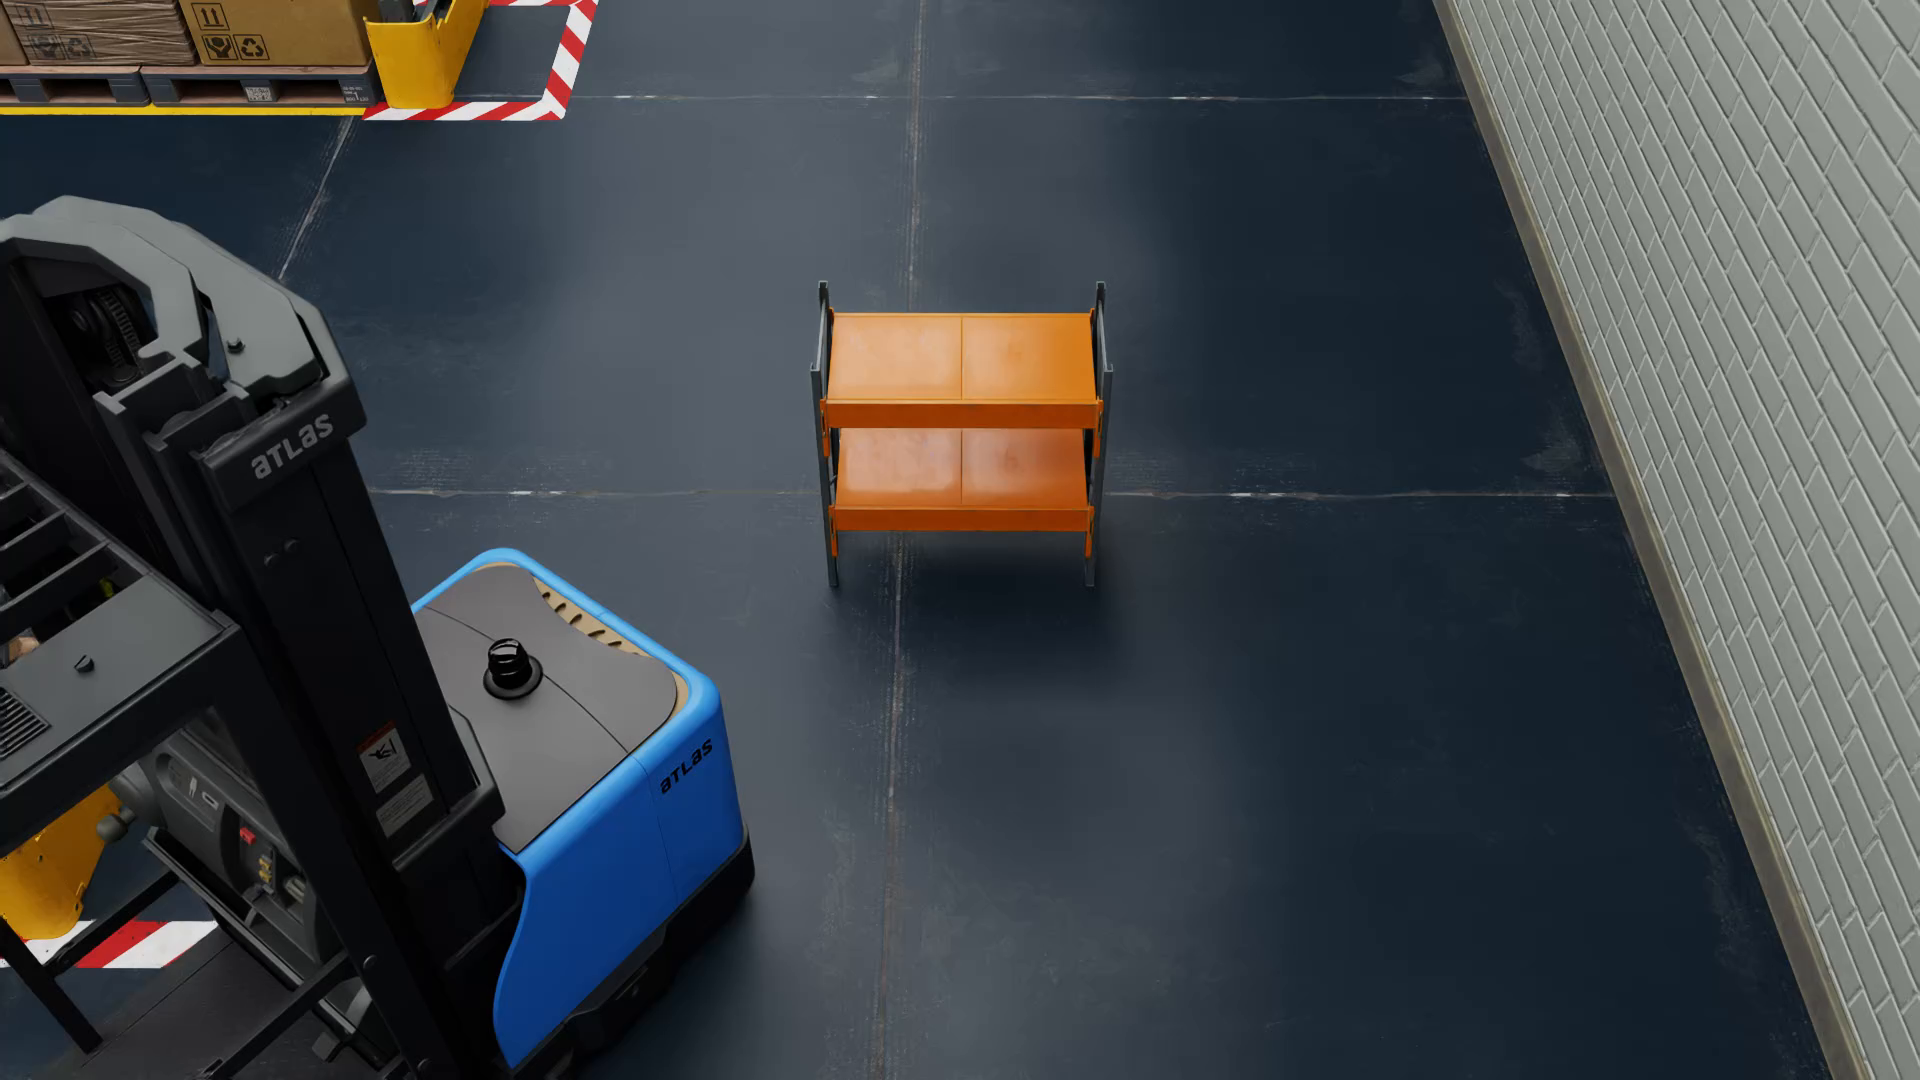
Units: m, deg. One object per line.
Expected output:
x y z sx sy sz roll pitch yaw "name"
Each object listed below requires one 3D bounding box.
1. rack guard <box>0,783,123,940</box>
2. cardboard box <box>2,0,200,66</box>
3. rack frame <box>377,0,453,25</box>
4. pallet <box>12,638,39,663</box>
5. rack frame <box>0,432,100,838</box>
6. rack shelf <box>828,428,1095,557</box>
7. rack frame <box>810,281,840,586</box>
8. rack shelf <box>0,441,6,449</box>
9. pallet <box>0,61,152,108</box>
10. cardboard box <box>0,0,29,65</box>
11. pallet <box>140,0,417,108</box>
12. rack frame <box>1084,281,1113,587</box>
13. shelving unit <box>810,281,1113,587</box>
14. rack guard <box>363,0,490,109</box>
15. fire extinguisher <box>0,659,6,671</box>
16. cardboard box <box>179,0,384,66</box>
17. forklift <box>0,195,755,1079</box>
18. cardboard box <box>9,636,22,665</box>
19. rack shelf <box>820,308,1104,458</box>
-3.122 0.725 5.733 0.348 0.500 1.175 0 47 0 "rack guard"
-4.477 -3.121 8.771 0.875 0.875 0.875 0 47 0 "cardboard box"
-2.927 -3.756 8.197 0.127 3.000 1.000 0 47 0 "rack frame"
-3.935 0.796 5.865 1.213 0.211 1.003 0 47 0 "pallet"
-3.046 -0.126 4.818 0.127 3.000 1.000 0 47 0 "rack frame"
0.007 -0.217 6.517 1.000 0.278 0.538 0 47 0 "rack shelf"
-0.502 -0.385 6.340 0.032 1.125 0.500 0 47 0 "rack frame"
-5.046 0.114 5.086 4.000 0.370 1.077 0 47 0 "rack shelf"
-4.944 -2.757 9.172 1.213 0.211 1.003 0 47 0 "pallet"
-5.367 -3.124 8.773 0.875 0.875 0.875 0 47 0 "cardboard box"
-3.727 -2.751 9.167 1.213 0.211 1.003 0 47 0 "pallet"
0.515 -0.382 6.337 0.032 1.125 0.500 0 47 0 "rack frame"
0.007 -0.383 6.338 1.048 1.125 0.538 0 47 0 "shelving unit"
-2.903 -2.905 9.112 0.348 0.500 1.175 0 47 0 "rack guard"
-2.796 0.366 4.668 0.183 0.674 0.296 0 47 0 "fire extinguisher"
-3.567 -3.119 8.768 0.875 0.875 0.875 0 47 0 "cardboard box"
-1.996 0.798 4.005 1.130 2.935 3.031 30 54 25 "forklift"
-3.569 0.466 5.927 0.250 0.149 0.380 1 47 1 "cardboard box"
0.007 -0.583 6.124 1.000 0.278 0.538 0 47 0 "rack shelf"
